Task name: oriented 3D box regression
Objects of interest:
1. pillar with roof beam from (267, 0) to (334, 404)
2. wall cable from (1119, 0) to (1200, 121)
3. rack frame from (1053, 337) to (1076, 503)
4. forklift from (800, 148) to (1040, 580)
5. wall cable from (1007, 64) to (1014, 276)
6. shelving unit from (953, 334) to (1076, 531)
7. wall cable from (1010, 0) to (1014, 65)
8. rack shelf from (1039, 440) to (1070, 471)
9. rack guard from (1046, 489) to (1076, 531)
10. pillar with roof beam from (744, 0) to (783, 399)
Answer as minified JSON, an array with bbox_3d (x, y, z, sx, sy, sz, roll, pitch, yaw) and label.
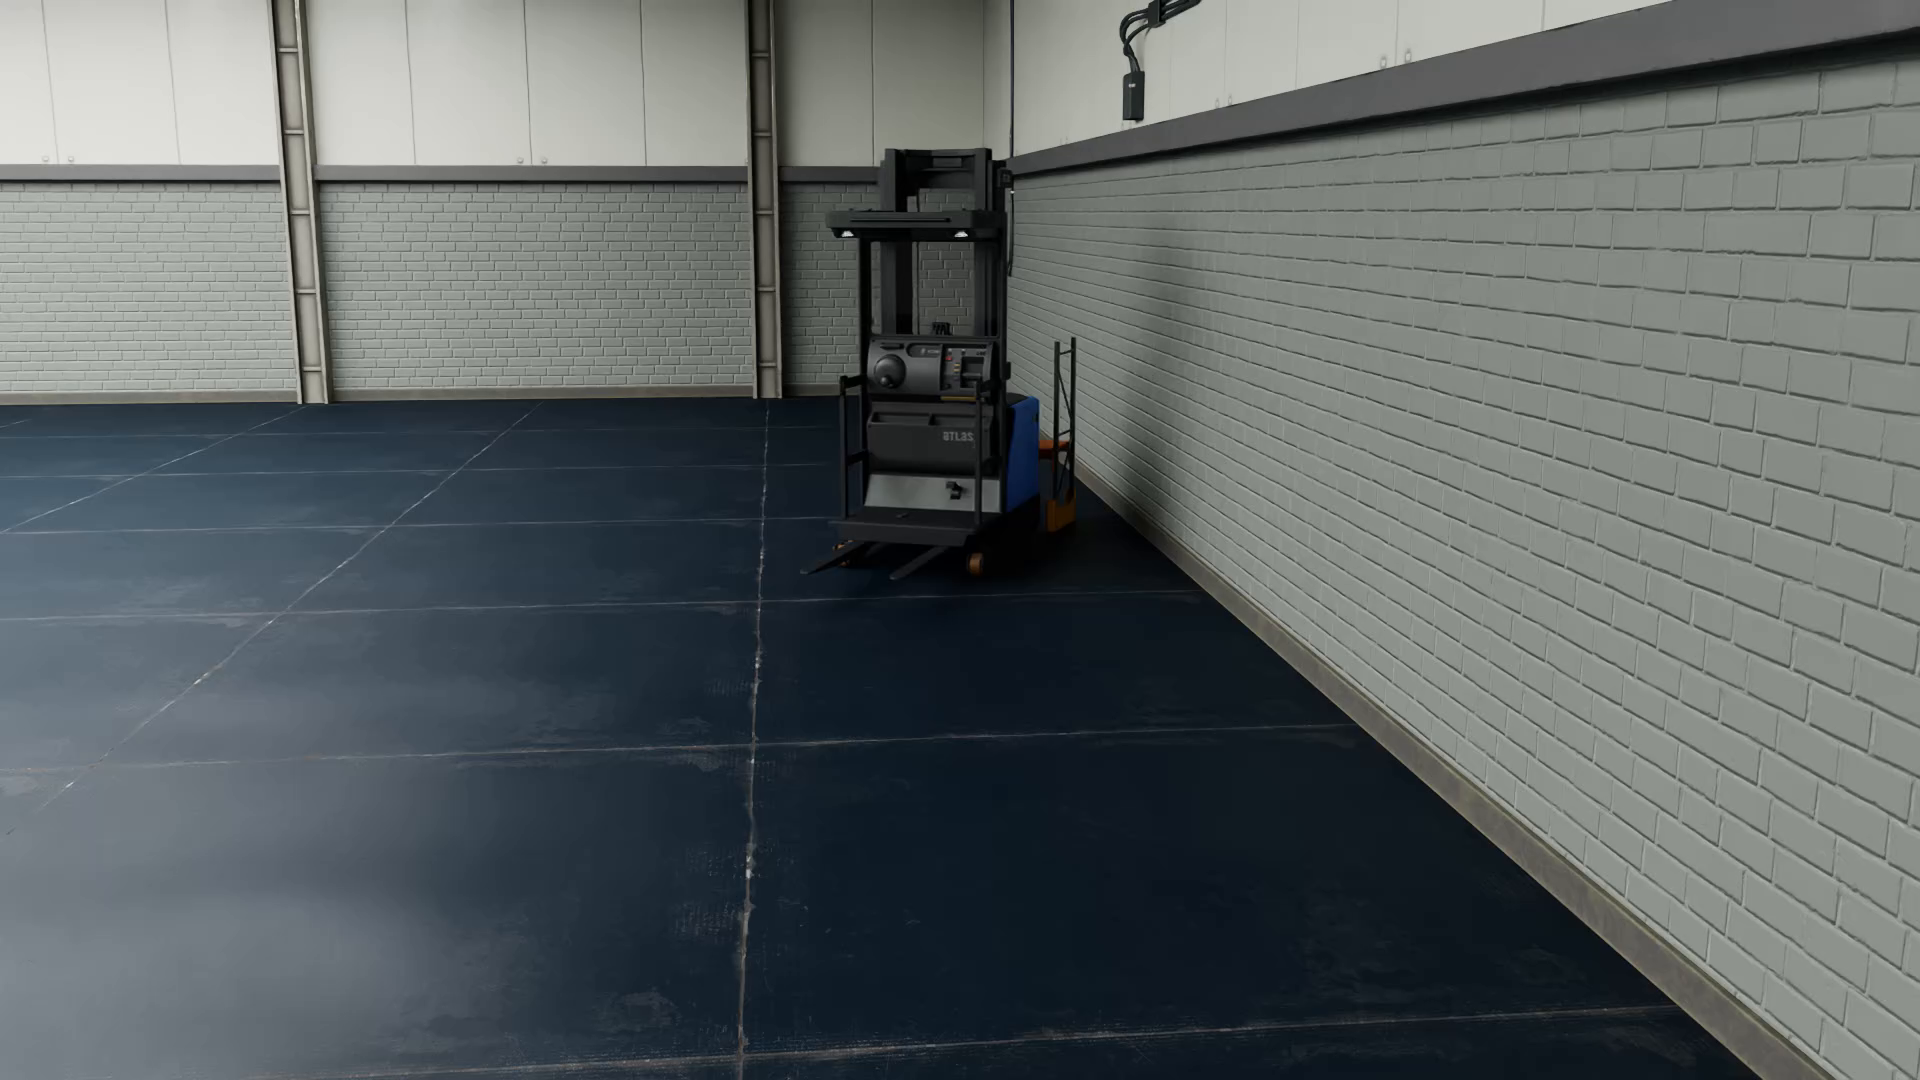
[{"bbox_3d":[-8.139,-5.429,17.156,0.400,9.000,9.100,-1,11,-6],"label":"pillar with roof beam"},{"bbox_3d":[1.442,-6.035,11.423,0.169,6.003,2.305,-1,11,-6],"label":"wall cable"},{"bbox_3d":[0.839,-0.858,13.345,0.032,1.500,0.500,4,12,20],"label":"rack frame"},{"bbox_3d":[-0.272,-1.273,11.746,1.130,2.935,3.031,3,12,16],"label":"forklift"},{"bbox_3d":[0.432,-4.664,21.313,0.112,2.526,3.097,-1,11,-6],"label":"wall cable"},{"bbox_3d":[0.353,-0.893,13.522,1.083,1.500,0.587,4,12,20],"label":"shelving unit"},{"bbox_3d":[0.724,-6.623,18.187,0.112,2.526,3.097,-1,11,-6],"label":"wall cable"},{"bbox_3d":[0.362,-0.716,13.553,1.000,0.185,0.538,4,12,20],"label":"rack shelf"},{"bbox_3d":[0.820,-0.246,13.473,0.087,0.250,0.587,4,12,20],"label":"rack guard"},{"bbox_3d":[-2.174,-5.554,17.792,0.400,9.000,9.100,-1,11,-6],"label":"pillar with roof beam"}]
